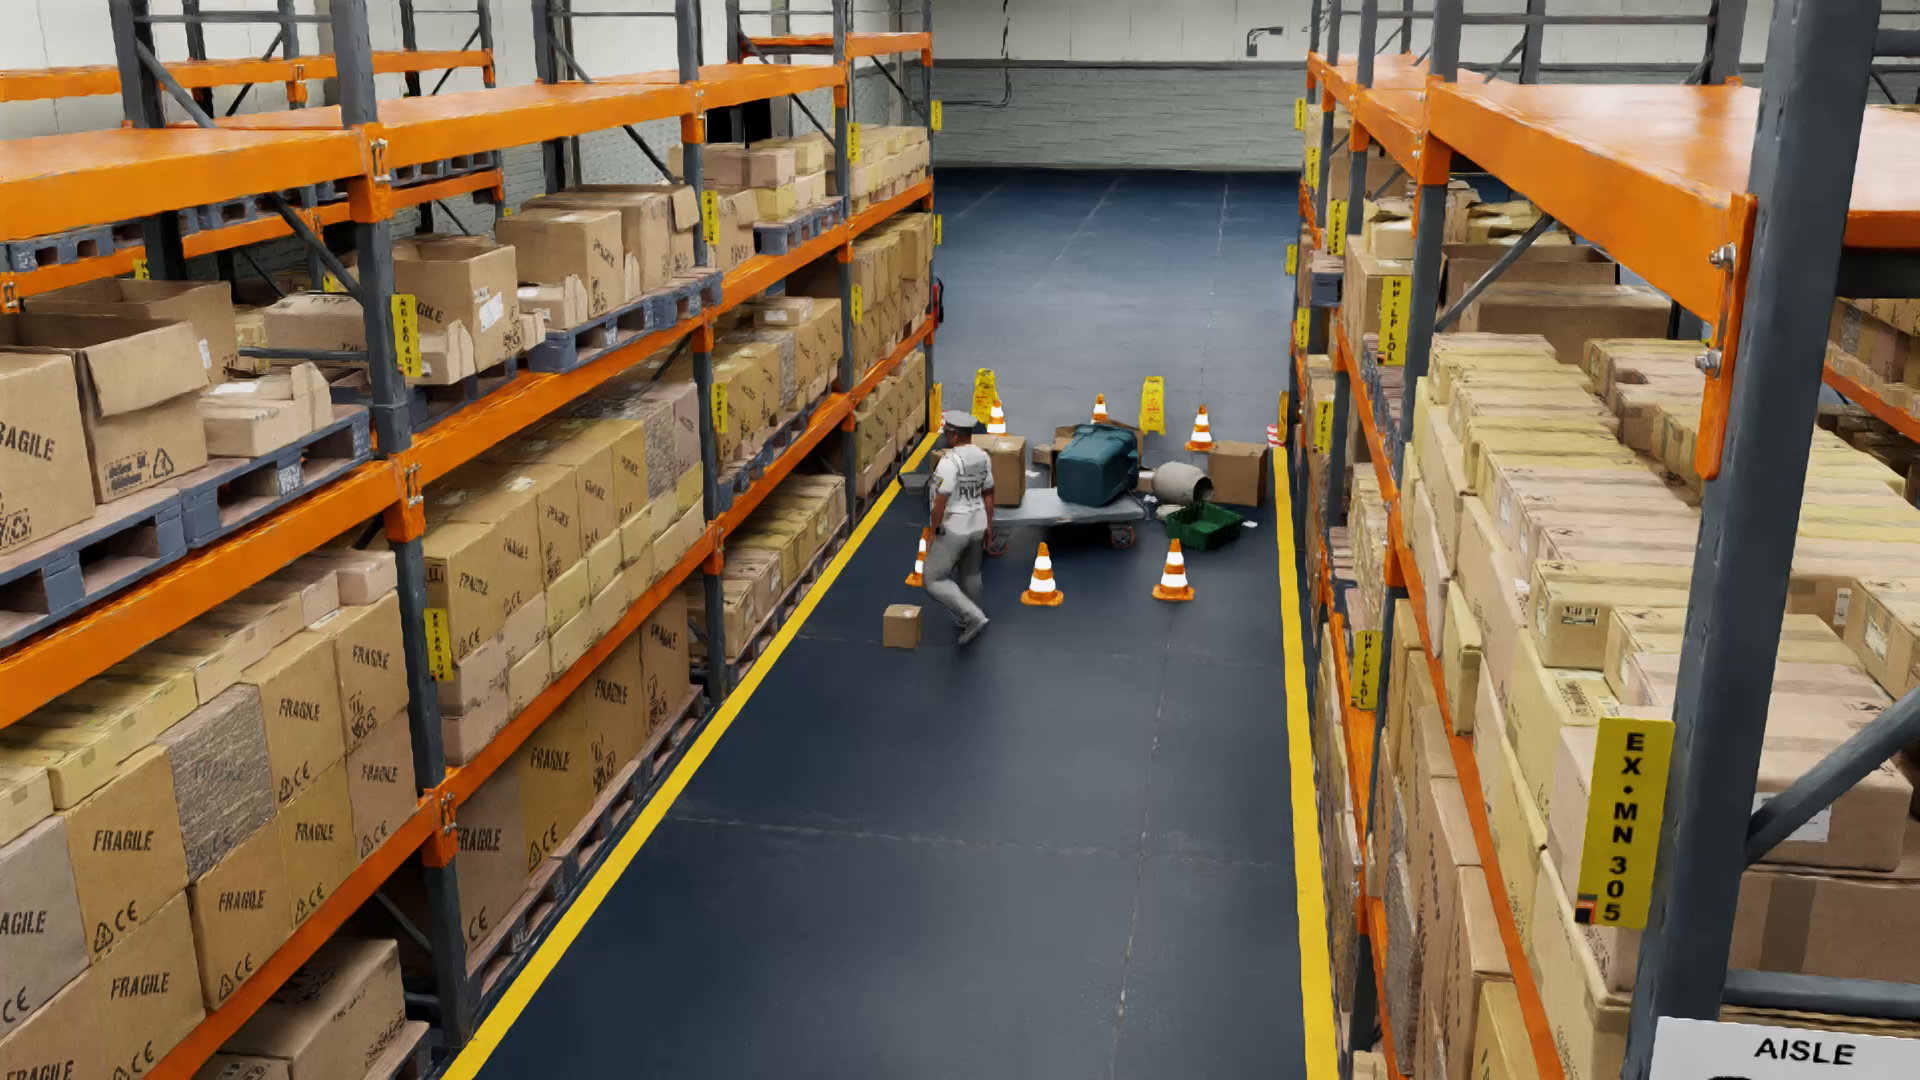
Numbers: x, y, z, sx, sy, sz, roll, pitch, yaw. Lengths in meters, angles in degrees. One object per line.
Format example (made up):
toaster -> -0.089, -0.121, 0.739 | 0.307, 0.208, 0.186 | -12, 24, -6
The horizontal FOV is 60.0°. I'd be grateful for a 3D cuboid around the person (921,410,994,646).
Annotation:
person -> 0.040, -0.084, 12.243 | 0.599, 1.752, 0.668 | 13, 22, 35
